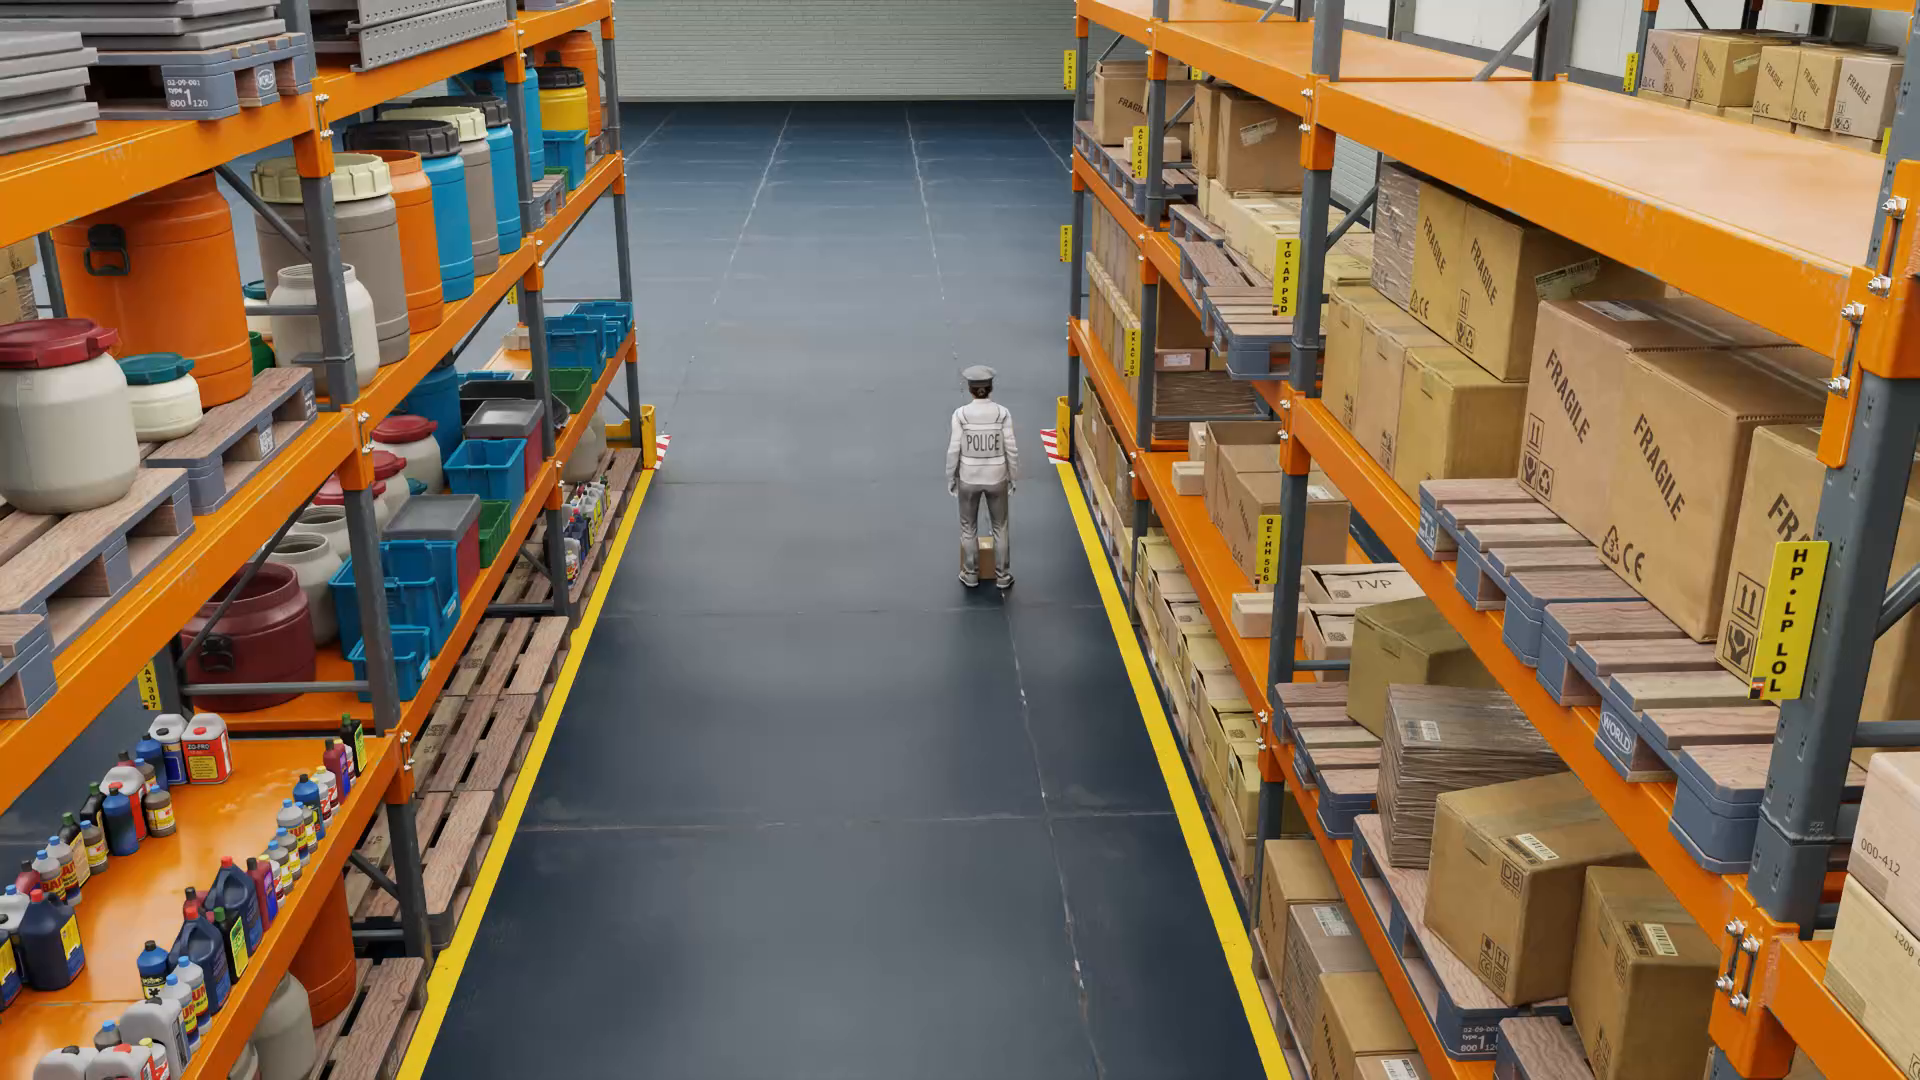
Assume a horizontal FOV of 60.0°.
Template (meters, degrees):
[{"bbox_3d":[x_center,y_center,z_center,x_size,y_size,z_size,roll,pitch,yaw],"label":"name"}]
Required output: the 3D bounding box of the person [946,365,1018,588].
[{"bbox_3d":[0.163,-0.444,12.258,0.530,1.663,0.404,-1,21,-3],"label":"person"}]
